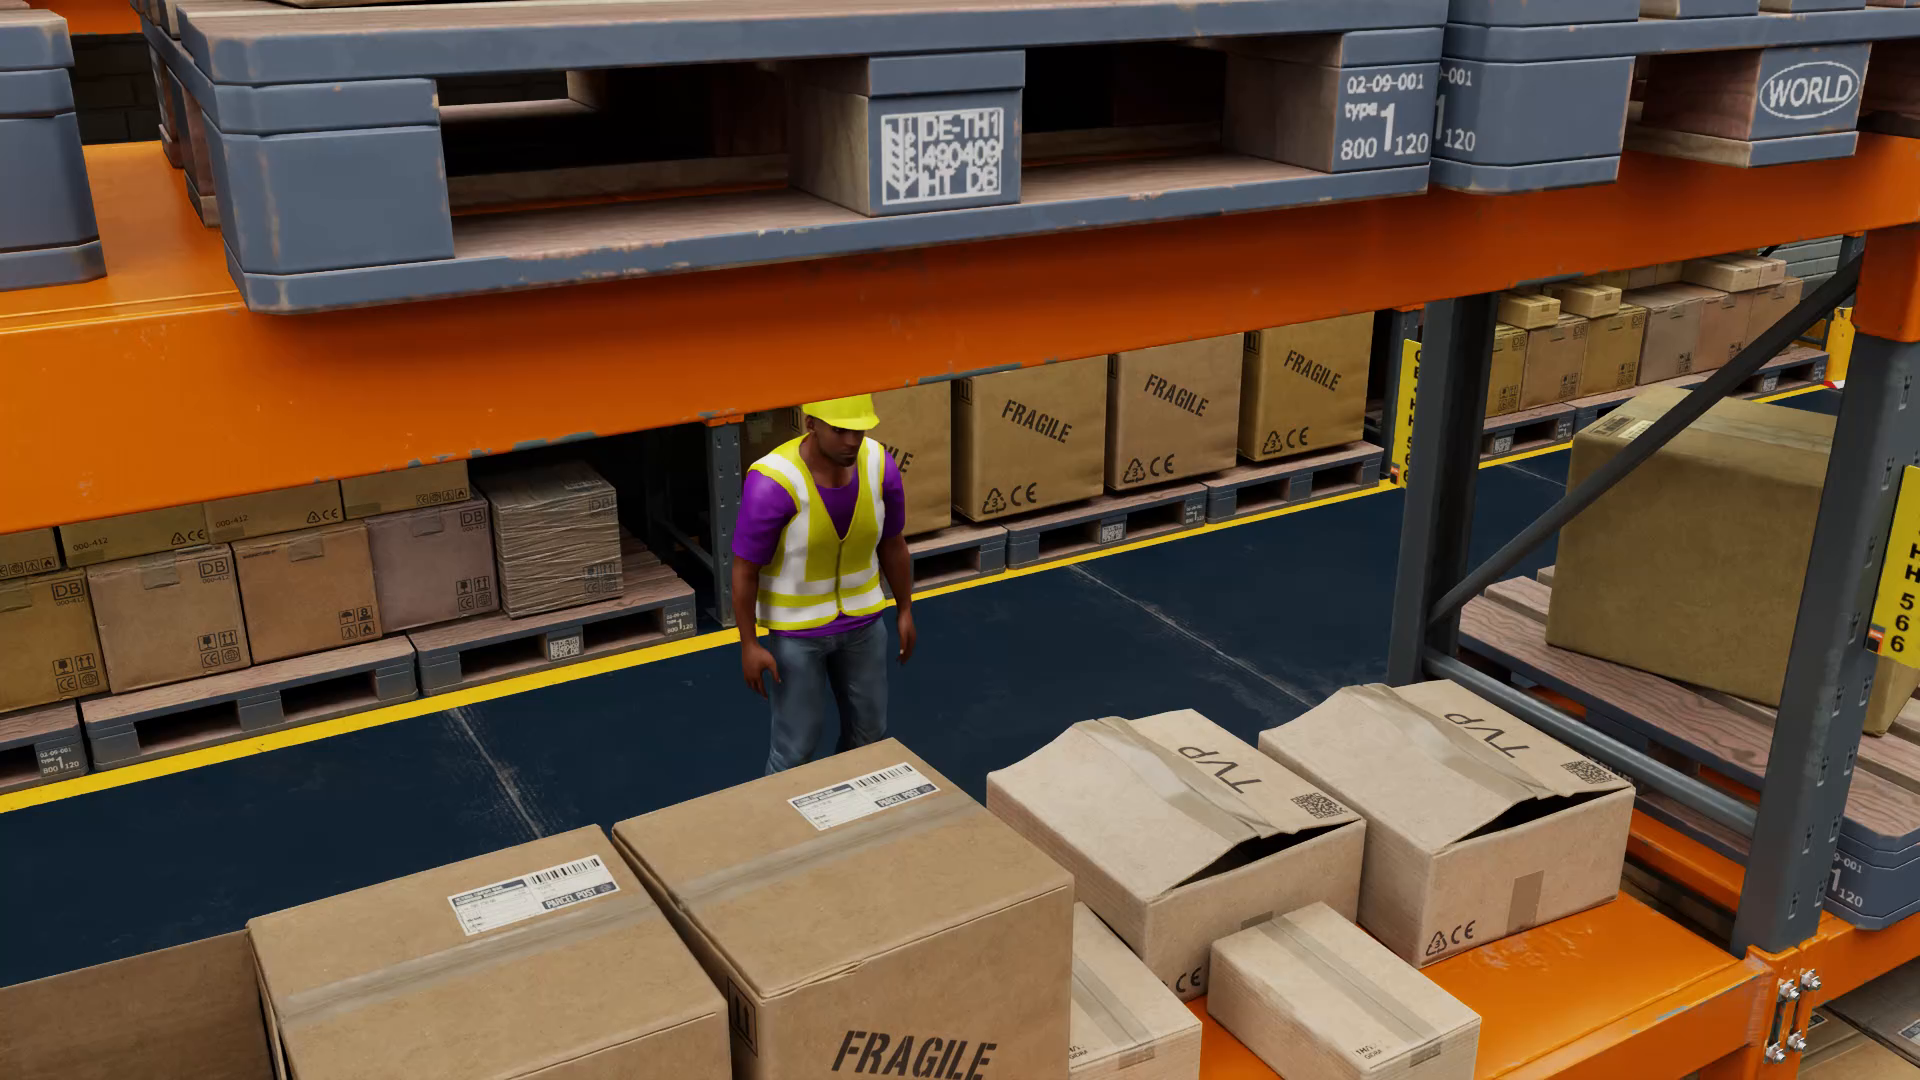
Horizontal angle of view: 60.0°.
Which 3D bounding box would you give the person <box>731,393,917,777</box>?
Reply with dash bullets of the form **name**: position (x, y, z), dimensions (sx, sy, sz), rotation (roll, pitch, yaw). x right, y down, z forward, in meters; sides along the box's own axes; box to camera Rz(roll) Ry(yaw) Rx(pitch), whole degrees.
- **person**: position (-0.420, 0.284, 5.344), dimensions (0.627, 1.761, 0.461), rotation (-12, 25, -29)
